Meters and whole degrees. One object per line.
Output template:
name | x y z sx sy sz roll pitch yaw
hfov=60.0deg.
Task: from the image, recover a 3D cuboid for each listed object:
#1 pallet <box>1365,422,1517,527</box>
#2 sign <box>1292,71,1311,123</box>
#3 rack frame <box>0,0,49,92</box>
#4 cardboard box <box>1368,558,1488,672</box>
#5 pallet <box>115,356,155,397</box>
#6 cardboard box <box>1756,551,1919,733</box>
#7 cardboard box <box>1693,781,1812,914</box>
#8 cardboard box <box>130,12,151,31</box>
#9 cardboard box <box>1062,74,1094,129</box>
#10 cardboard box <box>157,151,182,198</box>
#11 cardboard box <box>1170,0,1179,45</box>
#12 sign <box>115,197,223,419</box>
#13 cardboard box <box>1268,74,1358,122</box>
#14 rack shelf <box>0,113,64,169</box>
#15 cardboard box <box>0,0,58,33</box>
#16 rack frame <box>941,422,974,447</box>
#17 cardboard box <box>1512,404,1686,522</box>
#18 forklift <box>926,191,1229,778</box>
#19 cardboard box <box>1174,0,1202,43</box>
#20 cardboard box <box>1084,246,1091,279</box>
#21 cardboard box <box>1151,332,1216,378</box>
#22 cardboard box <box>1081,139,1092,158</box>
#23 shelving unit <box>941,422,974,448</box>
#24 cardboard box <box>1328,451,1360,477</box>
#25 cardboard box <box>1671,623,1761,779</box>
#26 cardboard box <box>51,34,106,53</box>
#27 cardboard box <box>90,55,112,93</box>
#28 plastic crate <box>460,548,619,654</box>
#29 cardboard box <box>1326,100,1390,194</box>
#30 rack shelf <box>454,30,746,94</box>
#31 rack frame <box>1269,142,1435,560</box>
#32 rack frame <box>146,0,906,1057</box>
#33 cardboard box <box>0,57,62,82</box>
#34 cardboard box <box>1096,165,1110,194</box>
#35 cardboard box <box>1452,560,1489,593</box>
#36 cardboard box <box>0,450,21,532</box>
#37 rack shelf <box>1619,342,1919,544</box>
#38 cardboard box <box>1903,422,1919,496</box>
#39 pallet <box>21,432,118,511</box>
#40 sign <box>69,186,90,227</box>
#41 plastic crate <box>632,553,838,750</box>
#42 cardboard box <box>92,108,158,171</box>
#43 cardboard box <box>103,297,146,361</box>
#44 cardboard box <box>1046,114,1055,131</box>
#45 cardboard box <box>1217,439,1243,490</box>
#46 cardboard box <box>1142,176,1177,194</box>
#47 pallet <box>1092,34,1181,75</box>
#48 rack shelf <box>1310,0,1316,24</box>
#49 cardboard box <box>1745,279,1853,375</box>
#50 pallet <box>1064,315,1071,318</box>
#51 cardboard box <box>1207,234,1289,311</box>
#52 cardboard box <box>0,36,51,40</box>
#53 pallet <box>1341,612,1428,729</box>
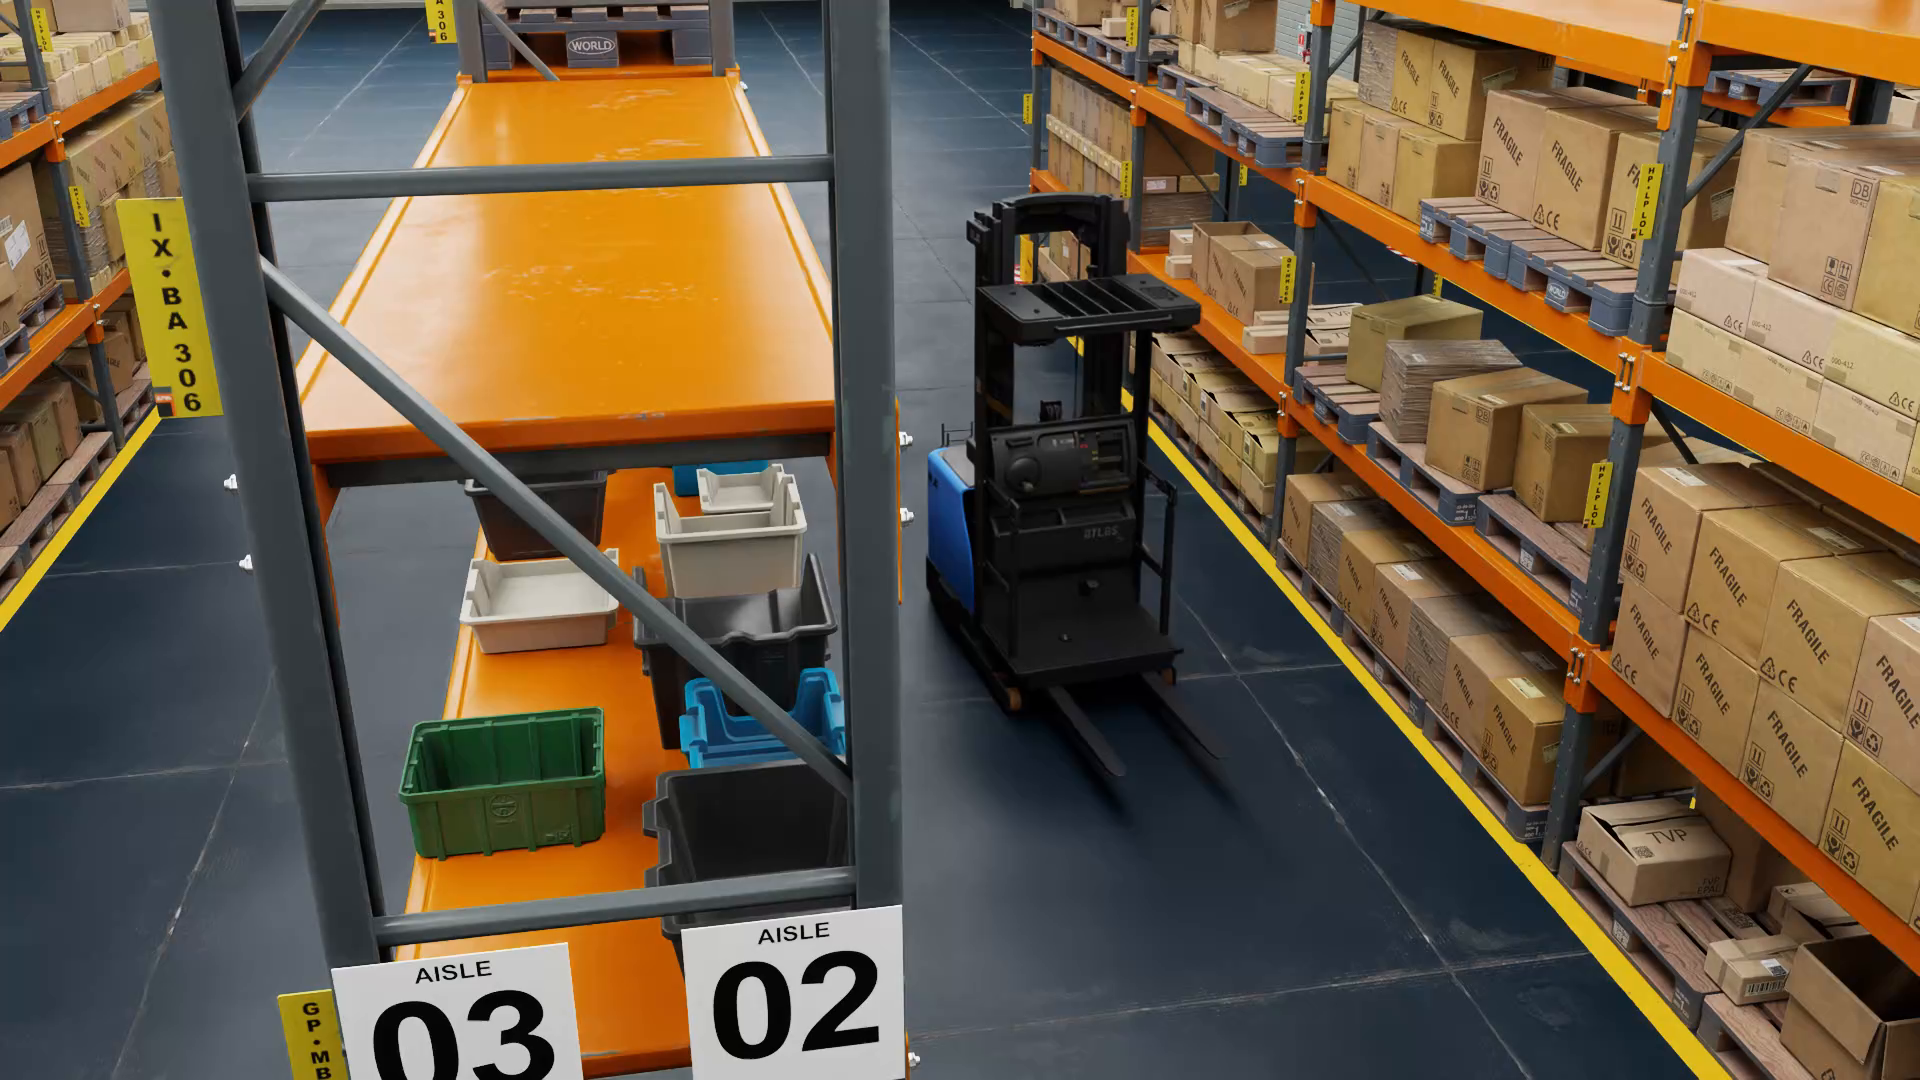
pallet | 3.150 -0.439 9.990 1.003 0.211 1.213 -4 24 -10
sign | 2.239 -2.901 10.895 0.100 0.325 0.005 -4 24 -10
rack frame | -7.690 -4.882 12.428 1.000 3.000 0.127 -4 24 -10
cardboard box | 2.881 0.461 10.263 0.500 0.500 0.500 -5 24 -12
pallet | -8.078 -1.598 15.887 1.003 0.211 1.213 -4 24 -10
cardboard box | 3.526 0.389 6.480 0.500 0.500 0.500 -5 24 -11
cardboard box | 3.909 1.429 8.047 0.500 0.500 0.500 -4 24 -10
cardboard box | -8.072 -5.109 16.384 0.380 0.149 0.250 -4 24 -10
cardboard box | 1.492 -4.667 17.684 0.700 0.500 0.500 -5 24 -11
cardboard box | -8.145 -3.482 16.222 0.875 0.500 0.500 -4 24 -10
cardboard box | 2.212 -4.759 15.070 0.500 0.500 0.500 -2 24 -5
sign | -1.141 -0.334 2.417 0.100 0.325 0.005 -4 24 -10
cardboard box | 2.532 -3.169 11.915 0.500 0.250 0.500 -4 24 -8
rack shelf | -7.320 -2.391 11.371 1.077 0.370 4.000 -4 24 -10
cardboard box | -8.421 -4.888 15.069 0.500 0.500 0.500 -4 24 -10
rack frame | -0.017 -0.449 12.397 0.240 0.900 0.006 -4 24 -10
cardboard box | 3.468 -0.425 9.068 0.700 0.500 0.500 -1 24 -1
forklift | 0.703 -0.474 9.915 1.130 2.935 3.031 -7 25 -16
cardboard box | 2.121 -4.461 13.938 0.500 0.500 0.500 -4 24 -9
cardboard box | 1.568 -2.701 16.903 0.500 0.500 0.500 -4 24 -10
cardboard box | 1.965 -1.676 14.792 0.500 0.311 0.500 -5 24 -10
cardboard box | 1.451 -4.006 16.982 0.380 0.149 0.250 -4 24 -9
shelving unit | 0.001 -0.409 12.305 0.258 0.900 0.210 -4 24 -10
cardboard box | 2.977 -0.709 12.577 0.500 0.311 0.500 -4 24 -8
cardboard box | 3.449 0.658 7.114 0.500 0.500 0.500 -4 24 -9
cardboard box | -7.807 -4.381 14.718 0.380 0.149 0.250 -4 24 -8
cardboard box | -7.706 -4.039 14.432 0.500 0.250 0.500 -5 24 -12
plastic crate | -1.230 0.172 4.932 0.437 0.136 0.530 -4 24 -10
cardboard box | 2.899 -2.543 10.694 0.910 0.500 0.500 -4 24 -10
rack shelf | -1.713 -2.376 8.088 1.077 0.370 4.000 -4 24 -10
rack frame | 2.786 -1.291 11.702 1.000 3.000 0.127 -4 24 -10
rack frame | -0.604 -0.529 2.460 1.000 3.000 0.127 -4 24 -10
cardboard box | -7.448 -3.772 13.324 0.380 0.149 0.250 -5 24 -11
cardboard box | 1.765 -3.489 16.609 0.700 0.500 0.500 -4 24 -9
cardboard box | 3.388 0.412 10.374 0.500 0.500 0.500 -5 24 -12
cardboard box | -7.321 -0.318 12.045 0.700 0.500 0.500 -2 24 -5
rack shelf | 3.895 0.024 5.842 1.077 0.370 4.000 -4 24 -10
cardboard box | 3.647 -0.224 5.698 0.500 0.250 0.500 -4 24 -10
pallet | -7.545 -0.549 13.486 1.003 0.211 1.213 -4 24 -10
sign | -7.146 -2.706 13.494 0.100 0.325 0.005 -4 24 -10
plastic crate | -0.616 0.253 4.495 0.504 0.338 0.767 -4 24 -10
cardboard box | -7.897 -3.756 15.598 0.500 0.500 0.500 -4 24 -10
cardboard box | -8.090 -2.026 15.983 0.500 0.500 0.500 -2 24 -5
cardboard box | 1.167 -4.611 18.367 0.380 0.149 0.250 -4 24 -10
cardboard box | 2.350 -0.615 13.064 0.500 0.250 0.500 -5 24 -10
cardboard box | 1.785 -3.299 15.363 0.380 0.149 0.250 -4 24 -10
pallet | 1.863 -4.532 15.485 1.003 0.211 1.213 -4 24 -10
rack shelf | 2.416 -4.314 12.526 1.077 0.370 4.000 -4 24 -10
cardboard box | 3.465 -0.847 6.499 0.500 0.250 0.500 -4 24 -10
pallet | 1.711 -2.384 17.687 1.003 0.211 1.213 -4 24 -10
cardboard box | 2.362 -2.203 13.664 0.500 0.500 0.500 -4 24 -10
cardboard box | -8.246 -4.359 14.666 0.380 0.149 0.250 -5 24 -12
pallet | 3.109 0.762 10.485 1.003 0.211 1.213 -4 24 -10
